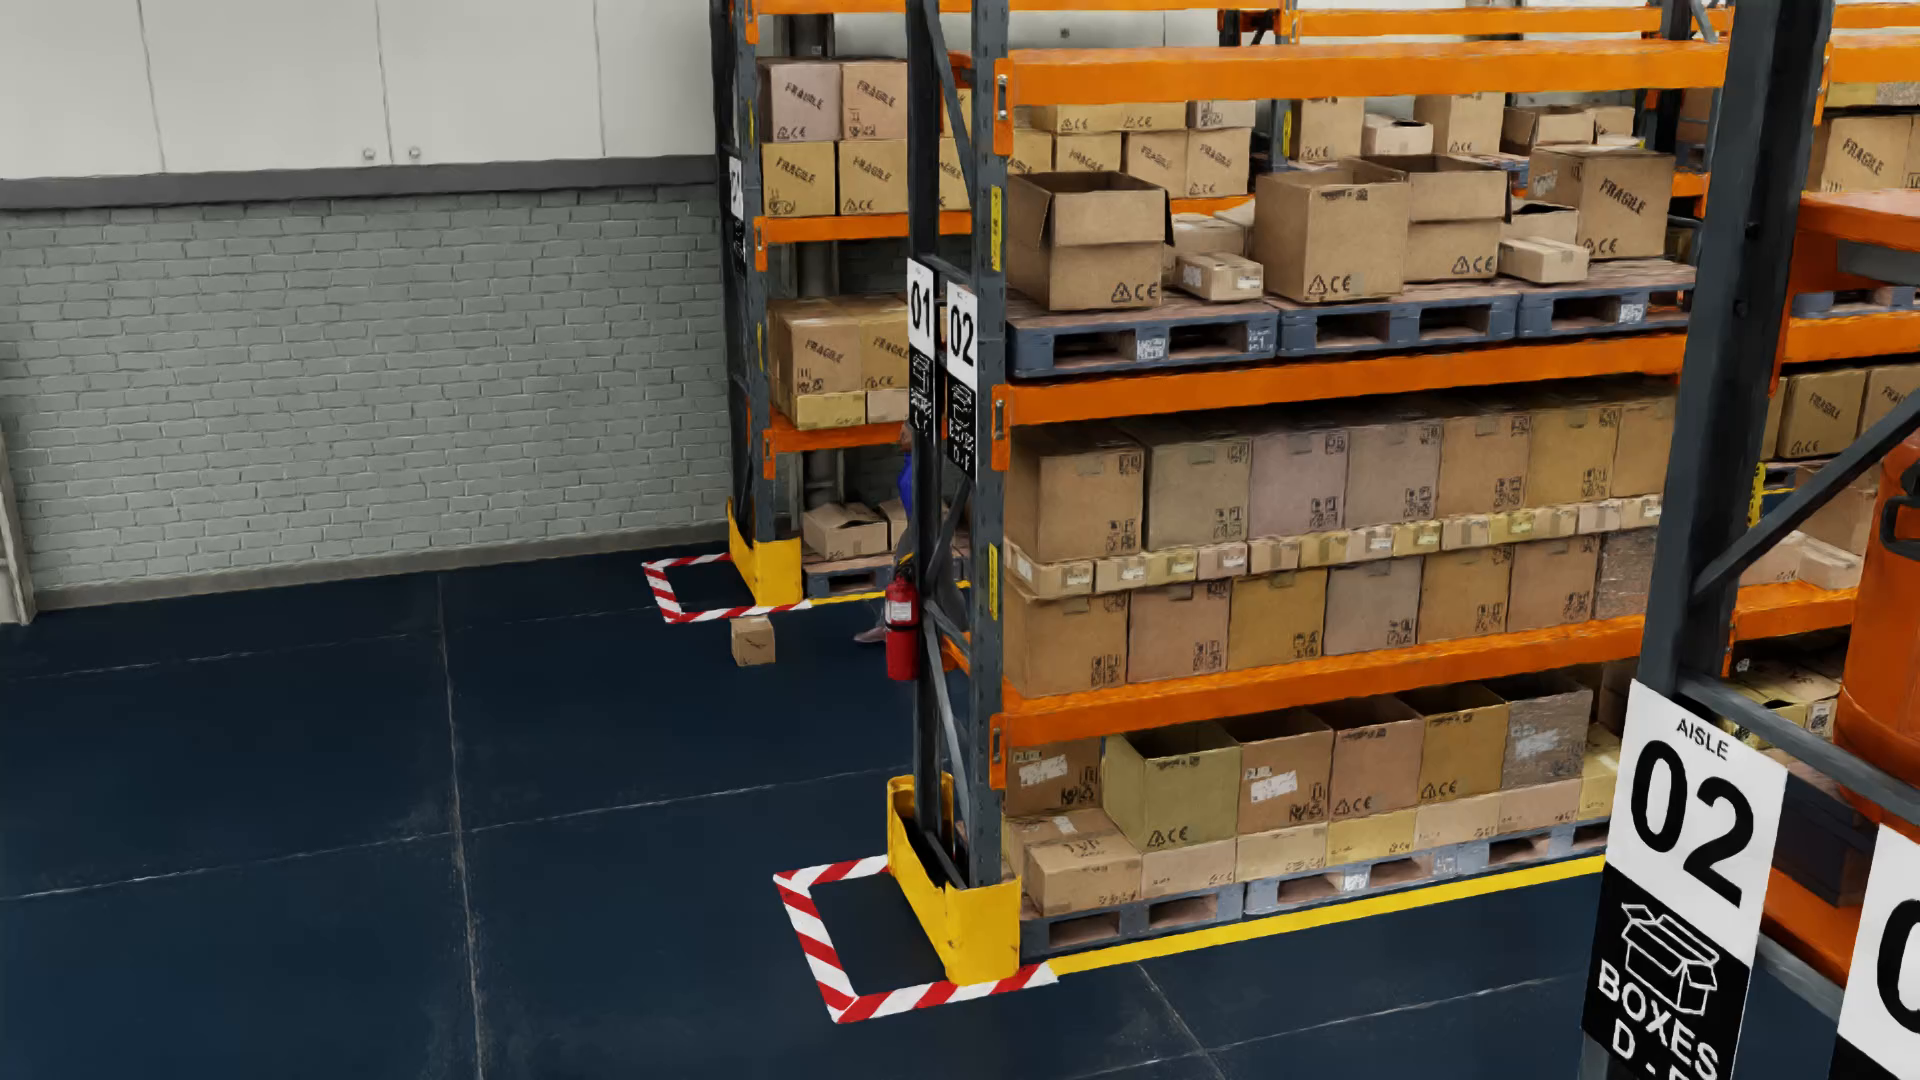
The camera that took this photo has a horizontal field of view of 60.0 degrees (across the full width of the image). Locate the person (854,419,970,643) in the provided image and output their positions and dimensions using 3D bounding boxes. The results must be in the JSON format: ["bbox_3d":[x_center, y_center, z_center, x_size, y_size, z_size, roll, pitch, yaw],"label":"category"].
[{"bbox_3d":[-0.305,-0.026,11.150,0.796,1.611,0.471,-5,20,-14],"label":"person"}]
